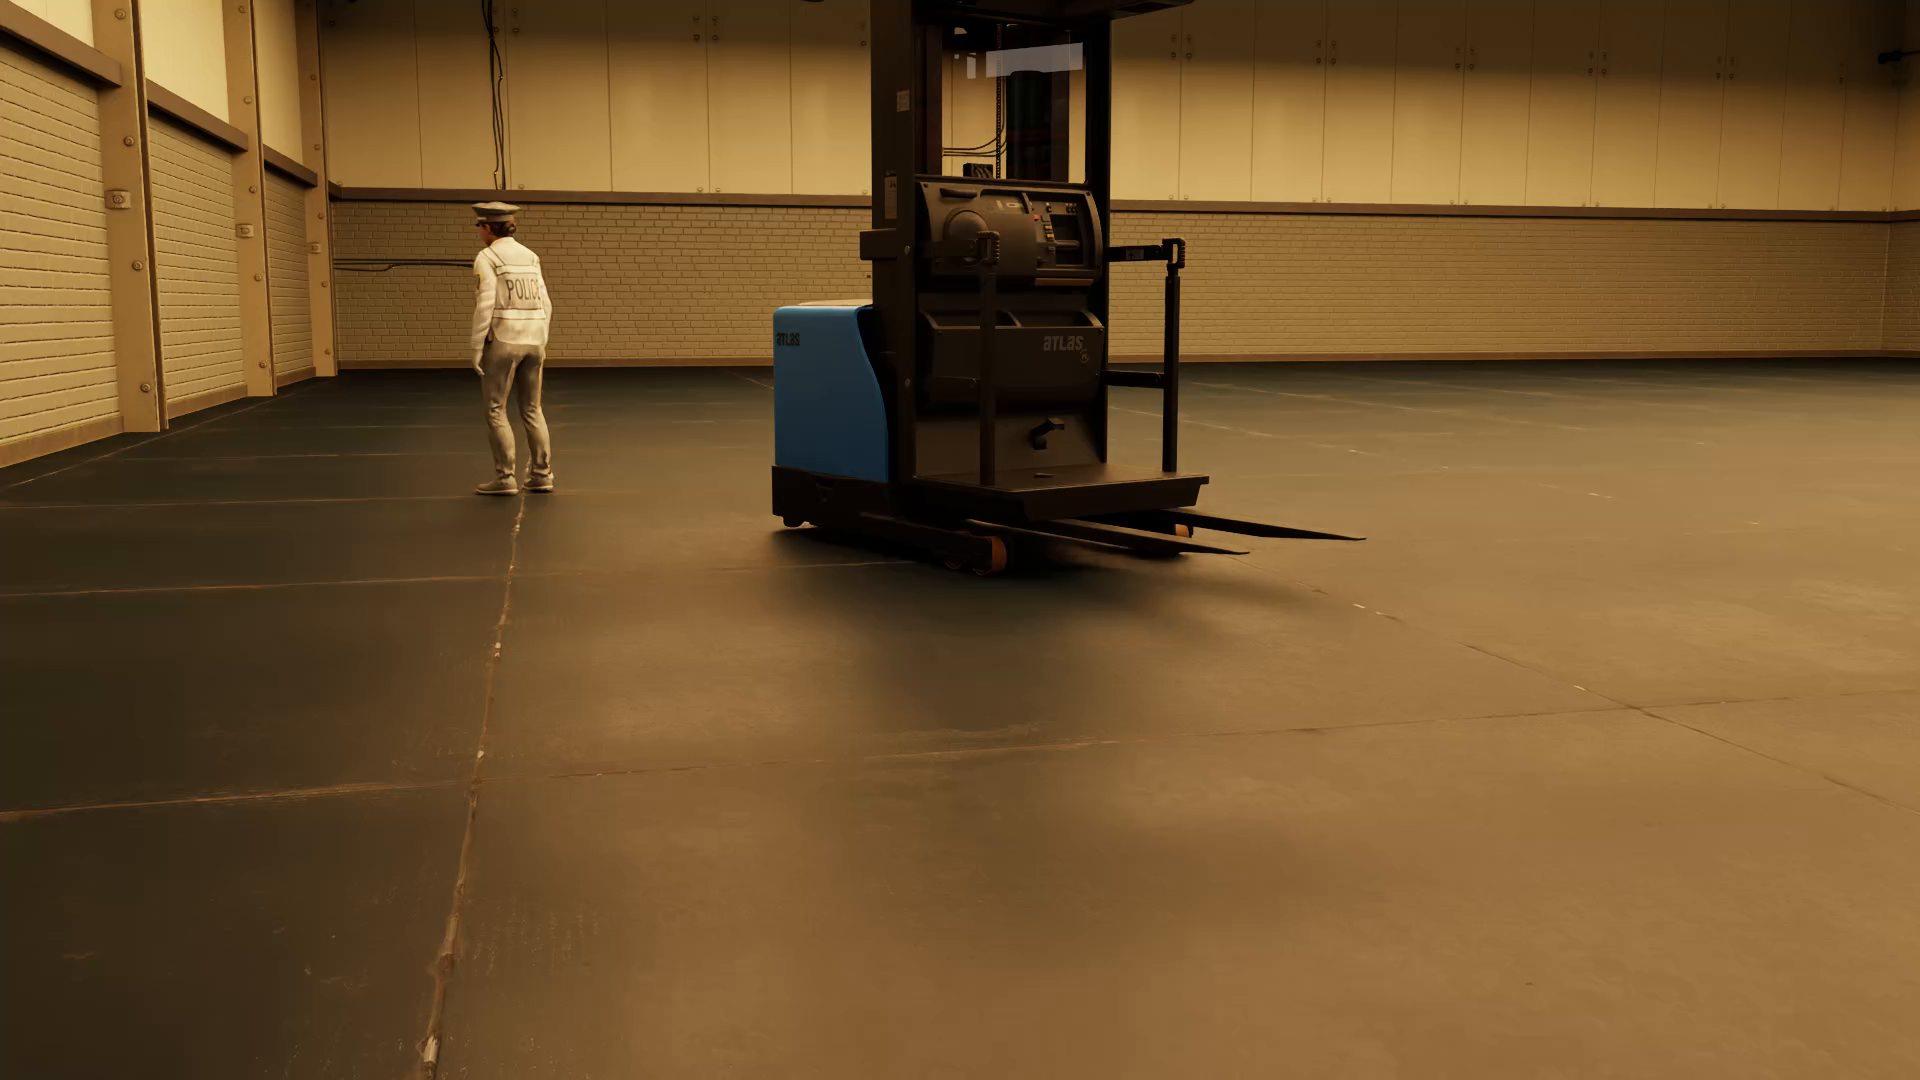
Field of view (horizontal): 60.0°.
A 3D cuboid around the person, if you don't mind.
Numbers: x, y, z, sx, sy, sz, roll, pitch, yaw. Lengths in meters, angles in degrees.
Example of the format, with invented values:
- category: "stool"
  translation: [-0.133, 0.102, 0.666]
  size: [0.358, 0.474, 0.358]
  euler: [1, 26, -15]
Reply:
- category: "person"
  translation: [-2.572, -1.093, 9.531]
  size: [0.373, 1.661, 0.522]
  euler: [6, 10, 35]

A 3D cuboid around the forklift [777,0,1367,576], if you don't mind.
- category: "forklift"
  translation: [0.352, -1.383, 7.012]
  size: [1.121, 2.935, 3.031]
  euler: [-6, 10, -35]
